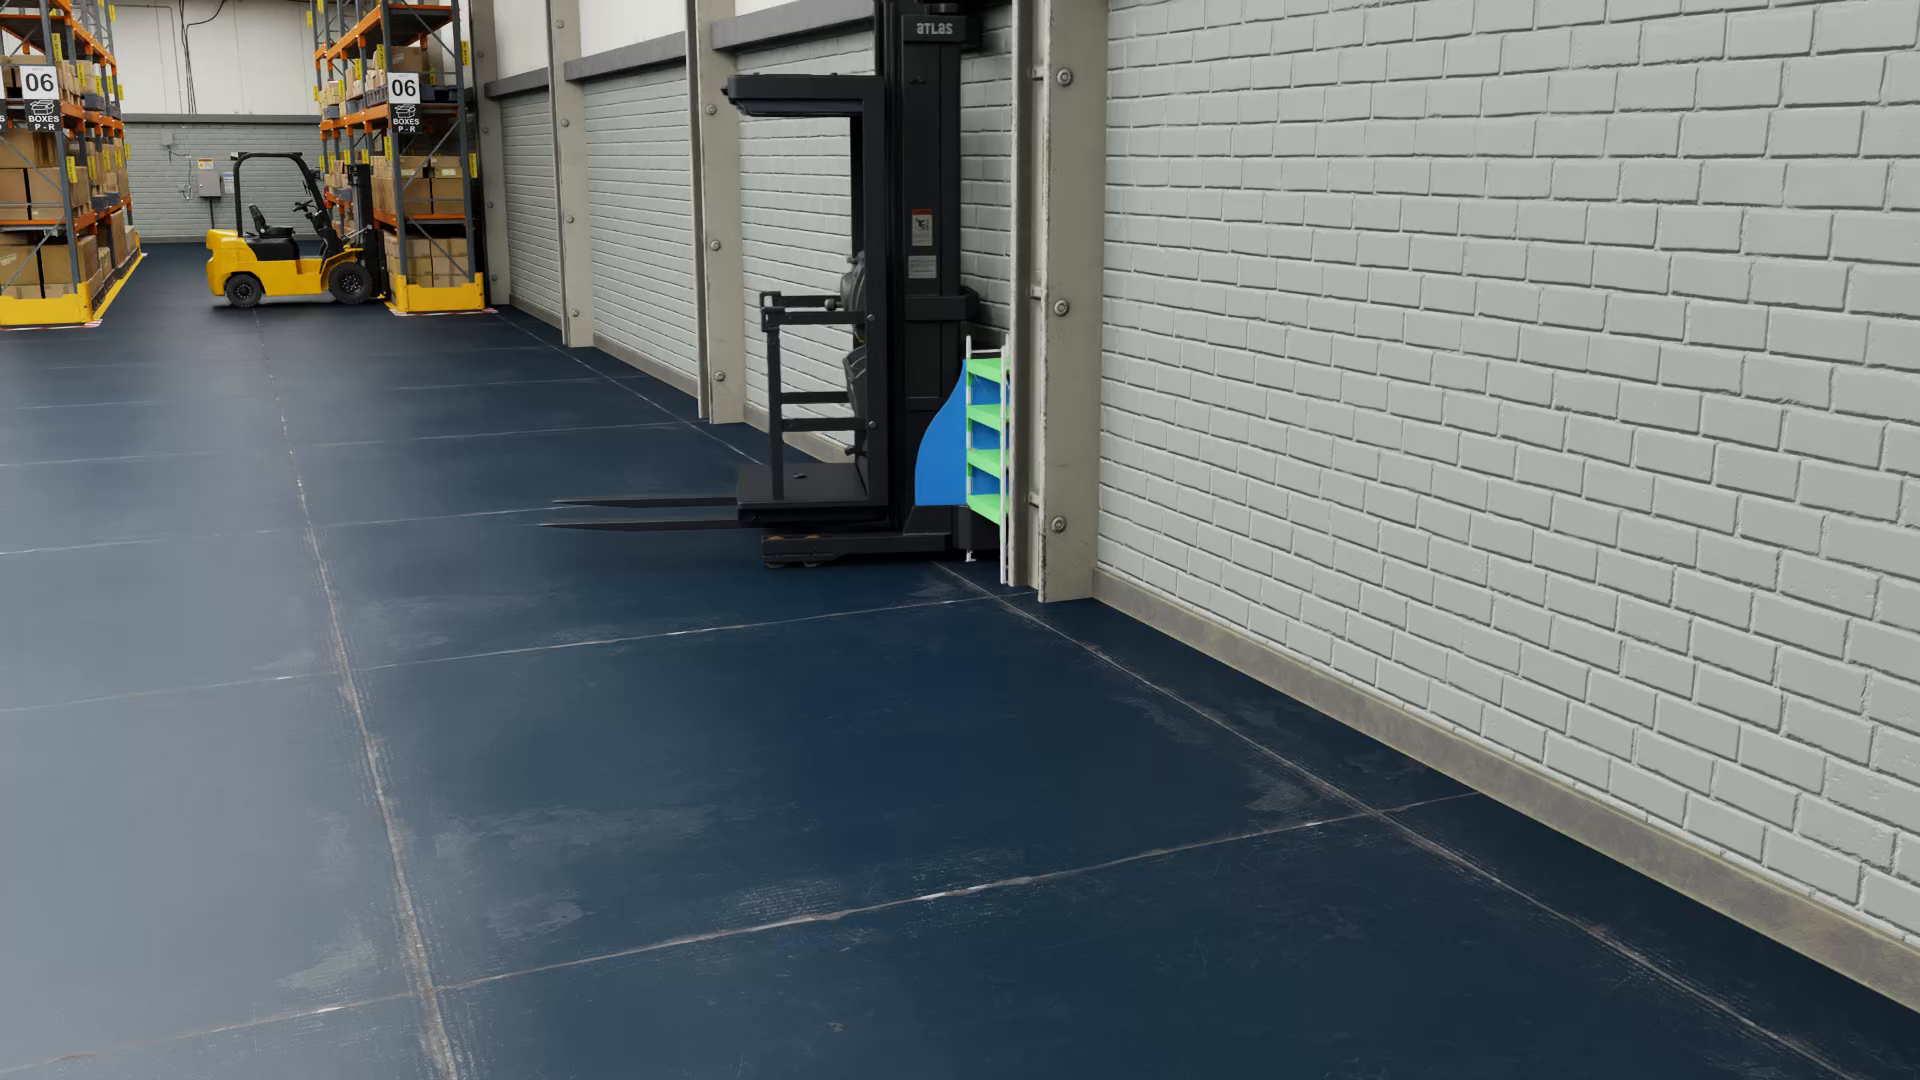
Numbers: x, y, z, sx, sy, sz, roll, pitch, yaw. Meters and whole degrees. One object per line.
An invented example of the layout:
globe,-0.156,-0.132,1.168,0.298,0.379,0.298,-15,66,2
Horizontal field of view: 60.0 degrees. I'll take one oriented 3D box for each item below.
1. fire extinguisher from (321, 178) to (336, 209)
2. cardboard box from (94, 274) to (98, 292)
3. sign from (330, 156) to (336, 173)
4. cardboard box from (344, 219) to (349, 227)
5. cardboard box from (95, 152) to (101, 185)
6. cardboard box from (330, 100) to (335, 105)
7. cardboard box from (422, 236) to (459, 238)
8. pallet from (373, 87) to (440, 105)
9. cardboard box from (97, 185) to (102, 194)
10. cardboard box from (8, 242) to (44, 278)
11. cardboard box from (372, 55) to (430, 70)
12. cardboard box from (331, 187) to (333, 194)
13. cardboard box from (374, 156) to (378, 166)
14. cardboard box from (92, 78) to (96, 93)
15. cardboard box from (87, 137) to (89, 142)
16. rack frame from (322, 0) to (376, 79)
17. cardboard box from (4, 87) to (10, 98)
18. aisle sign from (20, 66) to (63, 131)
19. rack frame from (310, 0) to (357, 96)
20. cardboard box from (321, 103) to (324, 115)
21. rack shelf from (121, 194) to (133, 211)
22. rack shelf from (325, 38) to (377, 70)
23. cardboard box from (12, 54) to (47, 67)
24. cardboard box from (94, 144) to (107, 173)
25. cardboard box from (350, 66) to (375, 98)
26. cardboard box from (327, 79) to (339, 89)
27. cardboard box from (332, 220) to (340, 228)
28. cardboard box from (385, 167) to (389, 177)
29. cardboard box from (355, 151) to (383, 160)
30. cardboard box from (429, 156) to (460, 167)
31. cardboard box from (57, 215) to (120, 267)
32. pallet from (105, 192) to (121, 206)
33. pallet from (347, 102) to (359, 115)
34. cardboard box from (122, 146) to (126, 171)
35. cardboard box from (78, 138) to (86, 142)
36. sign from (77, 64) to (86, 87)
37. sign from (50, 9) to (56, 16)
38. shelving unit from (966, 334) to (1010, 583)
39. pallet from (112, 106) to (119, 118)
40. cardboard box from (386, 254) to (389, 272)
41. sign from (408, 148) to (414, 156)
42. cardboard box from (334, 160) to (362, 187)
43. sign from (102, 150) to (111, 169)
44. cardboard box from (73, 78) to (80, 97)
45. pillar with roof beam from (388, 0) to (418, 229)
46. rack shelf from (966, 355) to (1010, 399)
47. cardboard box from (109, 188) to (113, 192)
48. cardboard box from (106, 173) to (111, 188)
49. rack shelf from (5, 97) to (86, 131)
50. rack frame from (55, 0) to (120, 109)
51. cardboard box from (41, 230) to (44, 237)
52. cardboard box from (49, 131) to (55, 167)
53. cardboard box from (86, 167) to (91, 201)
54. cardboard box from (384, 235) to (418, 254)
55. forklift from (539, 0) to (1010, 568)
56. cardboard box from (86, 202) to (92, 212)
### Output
fire extinguisher,-14.187,-7.780,37.331,0.296,0.674,0.183,-6,14,-23
cardboard box,-12.540,-3.635,23.590,0.500,0.250,0.500,-5,14,-22
sign,-12.597,-7.556,33.443,0.100,0.325,0.005,-6,14,-23
cardboard box,-12.203,-6.389,33.496,0.380,0.149,0.250,-5,14,-20
cardboard box,-13.756,-5.810,26.009,0.500,0.500,0.500,-6,14,-23
cardboard box,-11.936,-8.468,32.058,0.380,0.149,0.250,-6,14,-24
cardboard box,-7.518,-4.277,24.144,0.500,0.250,0.500,-6,14,-23
pallet,-8.048,-6.524,24.451,1.003,0.211,1.213,-6,14,-23
cardboard box,-13.873,-5.579,26.449,0.380,0.149,0.250,-5,14,-21
cardboard box,-12.614,-3.736,22.363,0.500,0.500,0.500,-5,14,-21
cardboard box,-8.214,-6.885,24.429,0.797,0.503,0.637,-5,14,-21
cardboard box,-13.230,-7.472,35.561,0.380,0.149,0.250,-5,14,-22
cardboard box,-8.735,-5.788,25.407,0.380,0.149,0.250,-5,14,-22
cardboard box,-13.515,-6.937,25.439,0.500,0.250,0.500,-6,14,-24
cardboard box,-16.796,-7.776,32.439,0.380,0.149,0.250,-6,14,-24
rack frame,-12.103,-10.107,33.083,1.000,3.000,0.127,-6,14,-23
cardboard box,-12.242,-5.643,21.006,0.380,0.149,0.250,-6,14,-23
aisle sign,-11.534,-5.538,20.879,0.394,0.787,0.004,-6,14,-23
rack frame,-13.705,-10.933,36.653,1.000,3.000,0.127,-6,14,-23
cardboard box,-13.362,-9.218,35.565,0.500,0.250,0.500,-6,14,-25
rack shelf,-17.450,-6.798,33.685,1.077,0.370,4.000,-6,14,-23
rack shelf,-11.302,-9.149,31.423,1.077,0.370,4.000,-6,14,-23
cardboard box,-11.798,-6.075,21.104,0.380,0.149,0.250,-6,14,-23
cardboard box,-15.020,-6.569,28.660,0.500,0.500,0.500,-6,14,-25
cardboard box,-10.026,-7.739,28.130,0.500,0.500,0.500,-5,14,-22
cardboard box,-12.302,-9.030,32.905,0.396,0.266,0.258,-6,14,-24
cardboard box,-13.547,-6.864,36.981,0.797,0.503,0.637,-6,14,-25
cardboard box,-8.108,-5.329,24.080,0.380,0.149,0.250,-6,14,-25
cardboard box,-12.456,-7.953,35.091,0.500,0.500,0.500,-6,14,-25
cardboard box,-7.235,-5.303,23.312,0.380,0.149,0.250,-6,14,-24
cardboard box,-15.248,-5.228,29.089,0.875,0.875,0.875,-6,14,-23
pallet,-14.664,-5.678,27.675,1.213,0.211,1.003,-6,14,-23
pallet,-10.147,-7.595,29.300,1.213,0.211,1.003,-5,14,-20
cardboard box,-17.604,-7.914,34.473,0.500,0.500,0.500,-6,14,-23
cardboard box,-17.070,-7.686,32.050,0.380,0.149,0.250,-5,14,-22
sign,-12.951,-6.846,24.499,0.100,0.325,0.005,-6,14,-23
sign,-18.763,-10.968,34.379,0.100,0.325,0.005,-6,14,-23
shelving unit,0.235,-0.428,8.548,0.258,1.200,0.503,-5,14,-20
pallet,-17.452,-8.575,33.312,1.003,0.211,1.213,-6,14,-23
cardboard box,-8.194,-4.095,24.470,0.500,0.250,0.500,-6,14,-24
sign,-9.993,-6.973,30.277,0.100,0.325,0.005,-6,14,-23
cardboard box,-11.906,-7.211,32.719,0.700,0.500,0.500,-5,14,-22
sign,-14.554,-6.485,28.346,0.100,0.325,0.005,-6,14,-23
cardboard box,-13.020,-6.548,24.032,0.500,0.250,0.500,-6,14,-23
pillar with roof beam,-15.500,-9.944,32.376,9.100,9.000,0.400,-6,14,-23
rack shelf,0.234,-0.832,8.451,0.258,0.148,0.480,-5,14,-20
cardboard box,-15.439,-6.173,29.722,0.500,0.250,0.500,-5,14,-21
cardboard box,-15.230,-6.313,29.219,0.500,0.250,0.500,-5,14,-22
rack shelf,-12.644,-5.780,22.635,1.077,0.370,4.000,-6,14,-23
rack frame,-18.252,-10.484,34.713,1.000,3.000,0.127,-6,14,-23
cardboard box,-13.461,-4.451,24.015,0.380,0.149,0.250,-5,14,-22
cardboard box,-13.283,-5.545,23.578,0.700,0.500,0.500,-6,14,-23
cardboard box,-13.039,-5.207,24.333,0.500,0.500,0.500,-6,14,-24
cardboard box,-8.187,-4.333,24.386,0.500,0.250,0.500,-5,14,-22
forklift,-0.749,-1.407,8.948,3.031,2.935,1.130,-2,13,-7
cardboard box,-12.930,-4.870,24.318,0.380,0.149,0.250,-5,14,-22
